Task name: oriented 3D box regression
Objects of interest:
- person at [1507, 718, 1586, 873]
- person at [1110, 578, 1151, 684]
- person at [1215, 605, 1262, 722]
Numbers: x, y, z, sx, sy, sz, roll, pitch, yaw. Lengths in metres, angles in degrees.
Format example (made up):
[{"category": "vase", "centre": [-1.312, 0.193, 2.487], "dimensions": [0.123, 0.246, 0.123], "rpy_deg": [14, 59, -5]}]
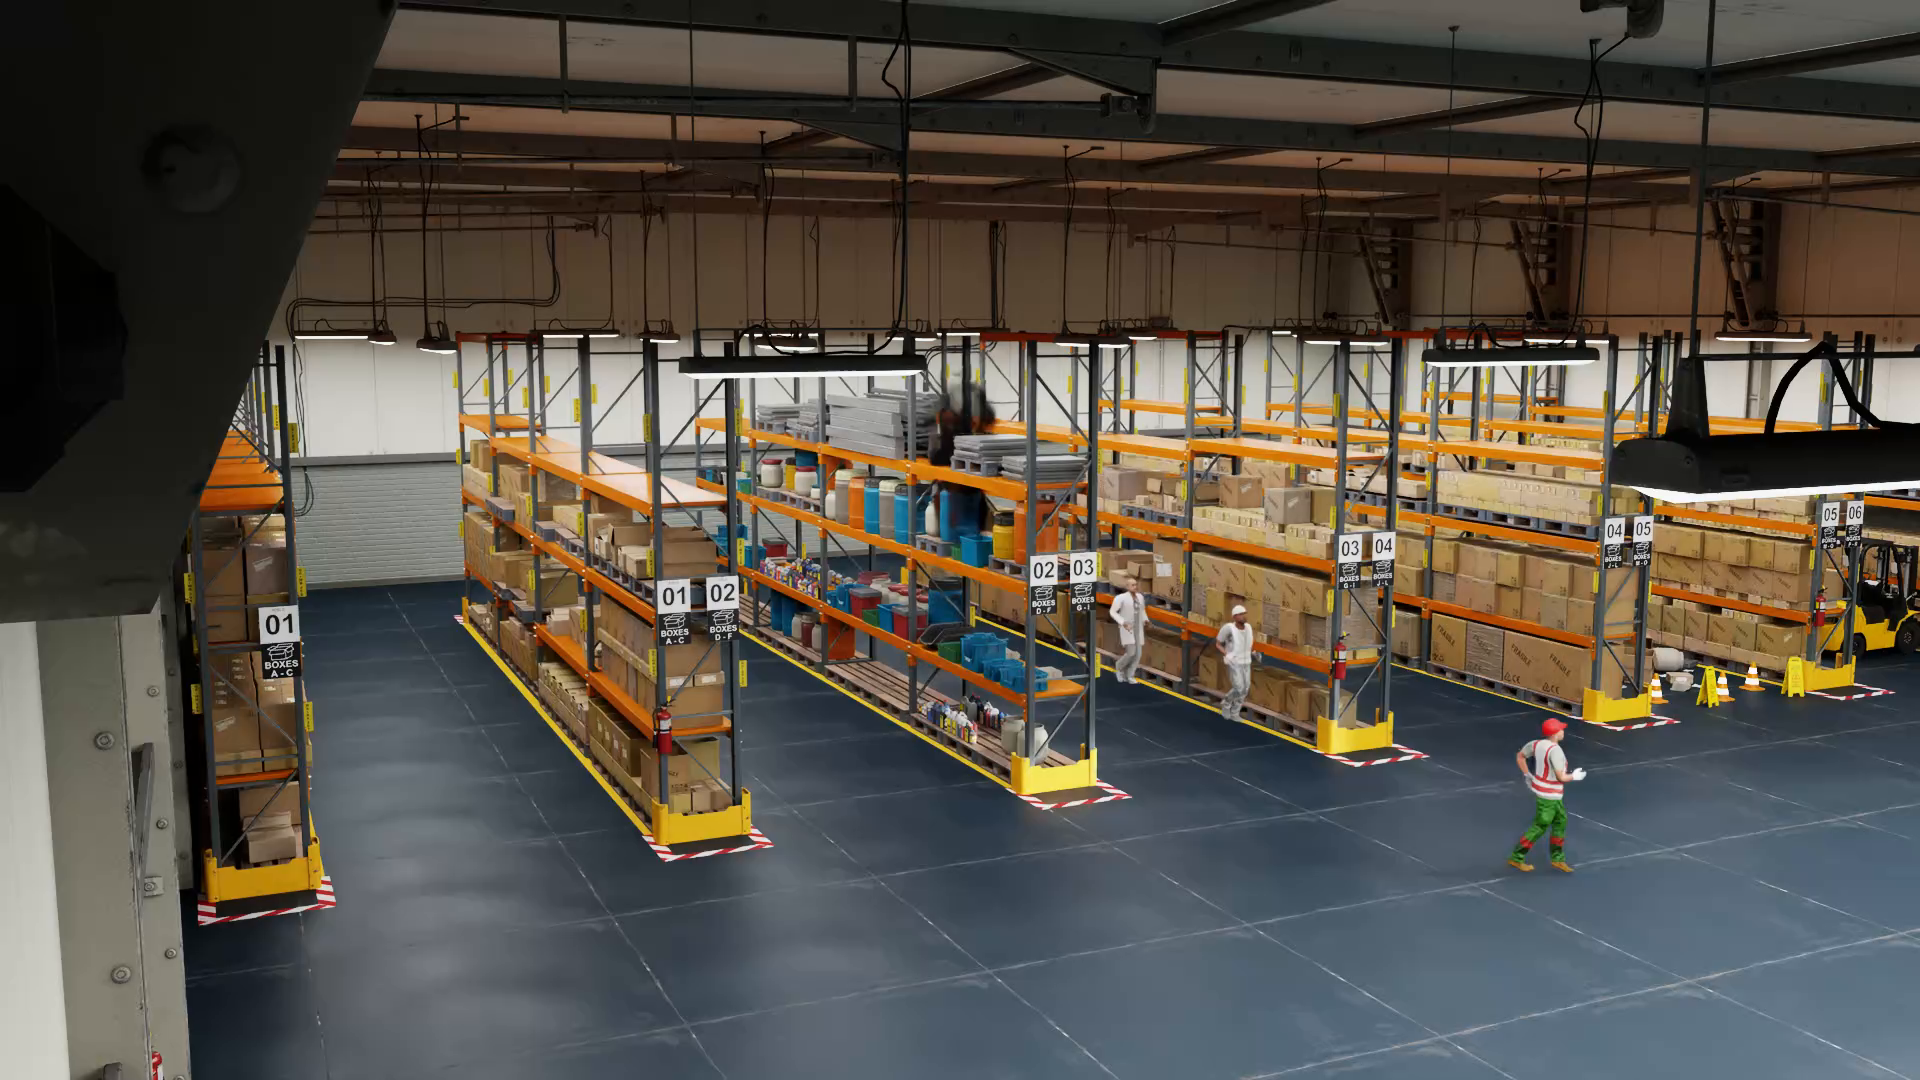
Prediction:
[{"category": "person", "centre": [6.629, 2.919, 18.796], "dimensions": [0.813, 1.830, 0.619], "rpy_deg": [0, 8, 1]}, {"category": "person", "centre": [2.814, 1.542, 27.366], "dimensions": [0.694, 1.666, 0.580], "rpy_deg": [-4, 9, -30]}, {"category": "person", "centre": [4.155, 1.843, 24.769], "dimensions": [0.661, 1.751, 0.544], "rpy_deg": [-5, 9, -31]}]
